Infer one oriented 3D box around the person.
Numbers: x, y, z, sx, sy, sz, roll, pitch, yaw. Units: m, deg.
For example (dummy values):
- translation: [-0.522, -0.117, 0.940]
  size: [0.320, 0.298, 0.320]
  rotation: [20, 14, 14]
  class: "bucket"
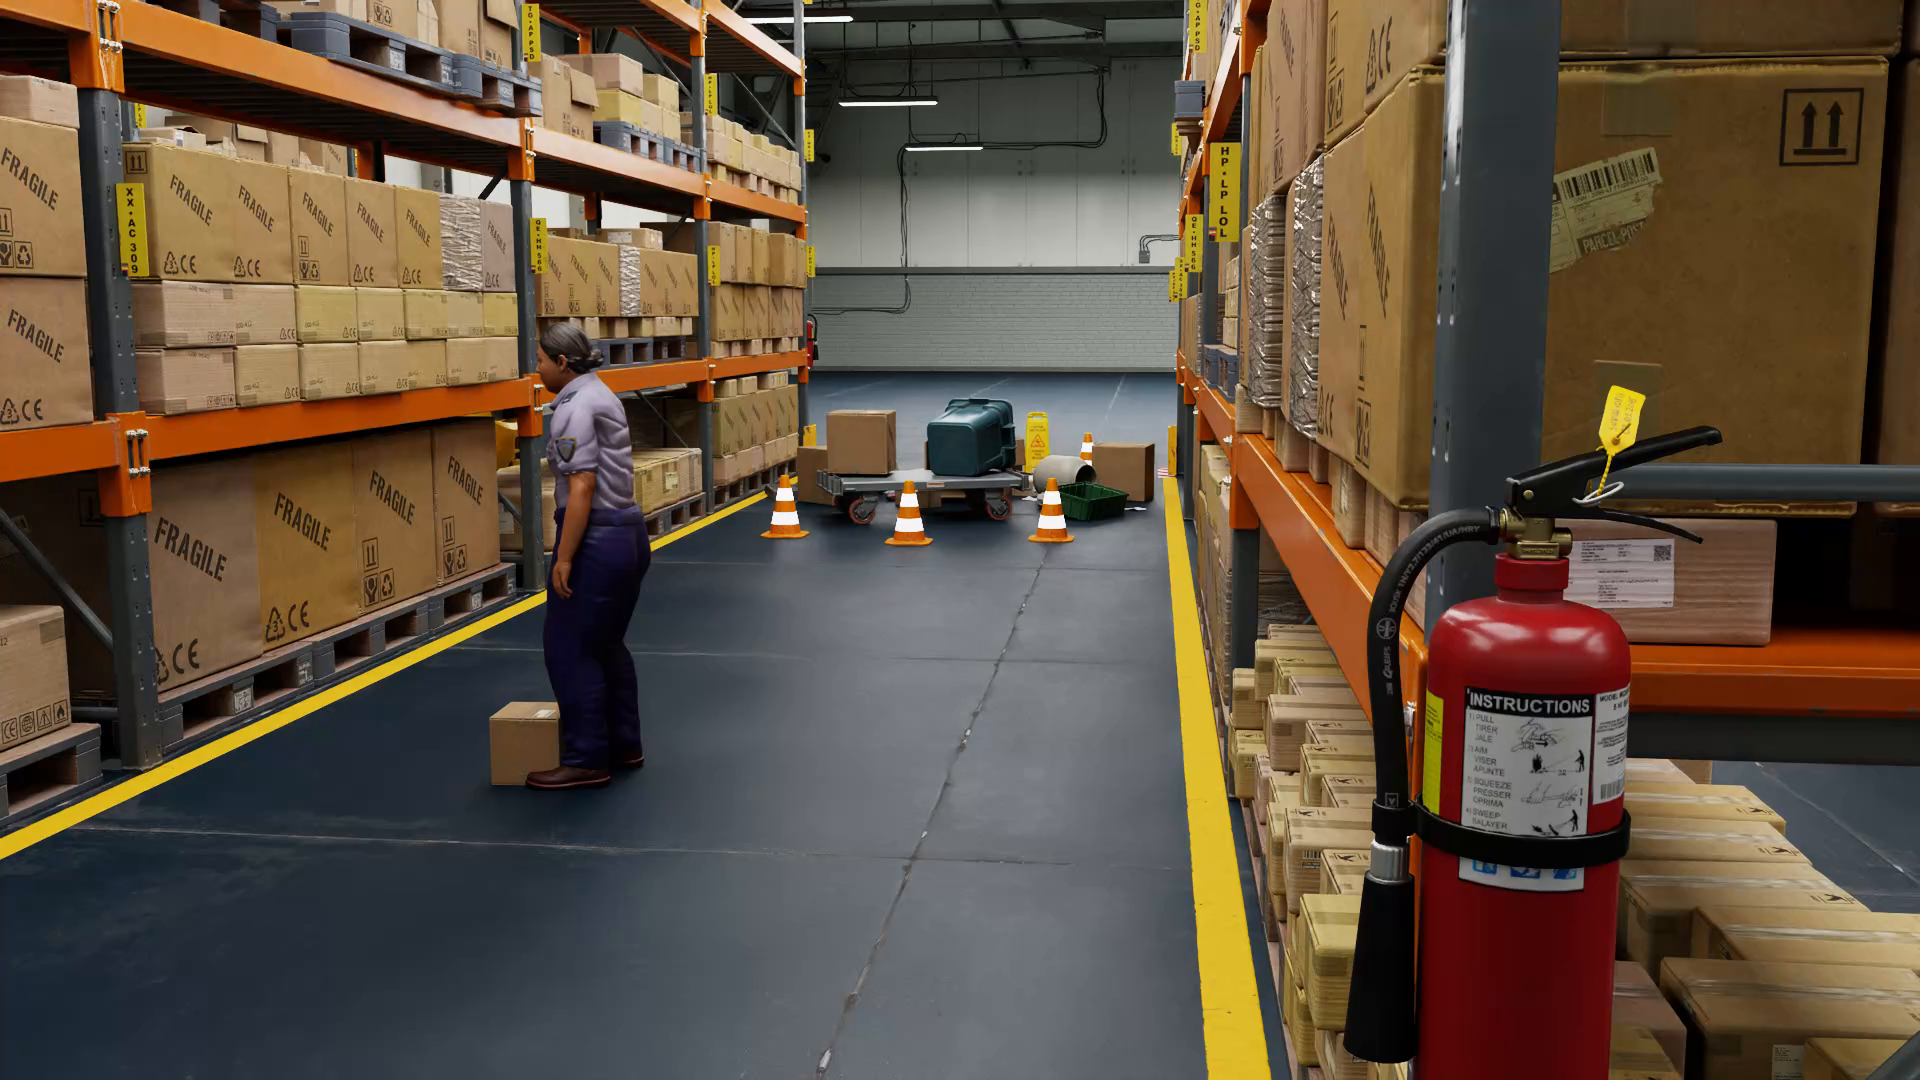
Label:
- translation: [-1.336, 0.050, 5.961]
  size: [0.414, 1.651, 0.545]
  rotation: [1, 8, 6]
  class: "person"
